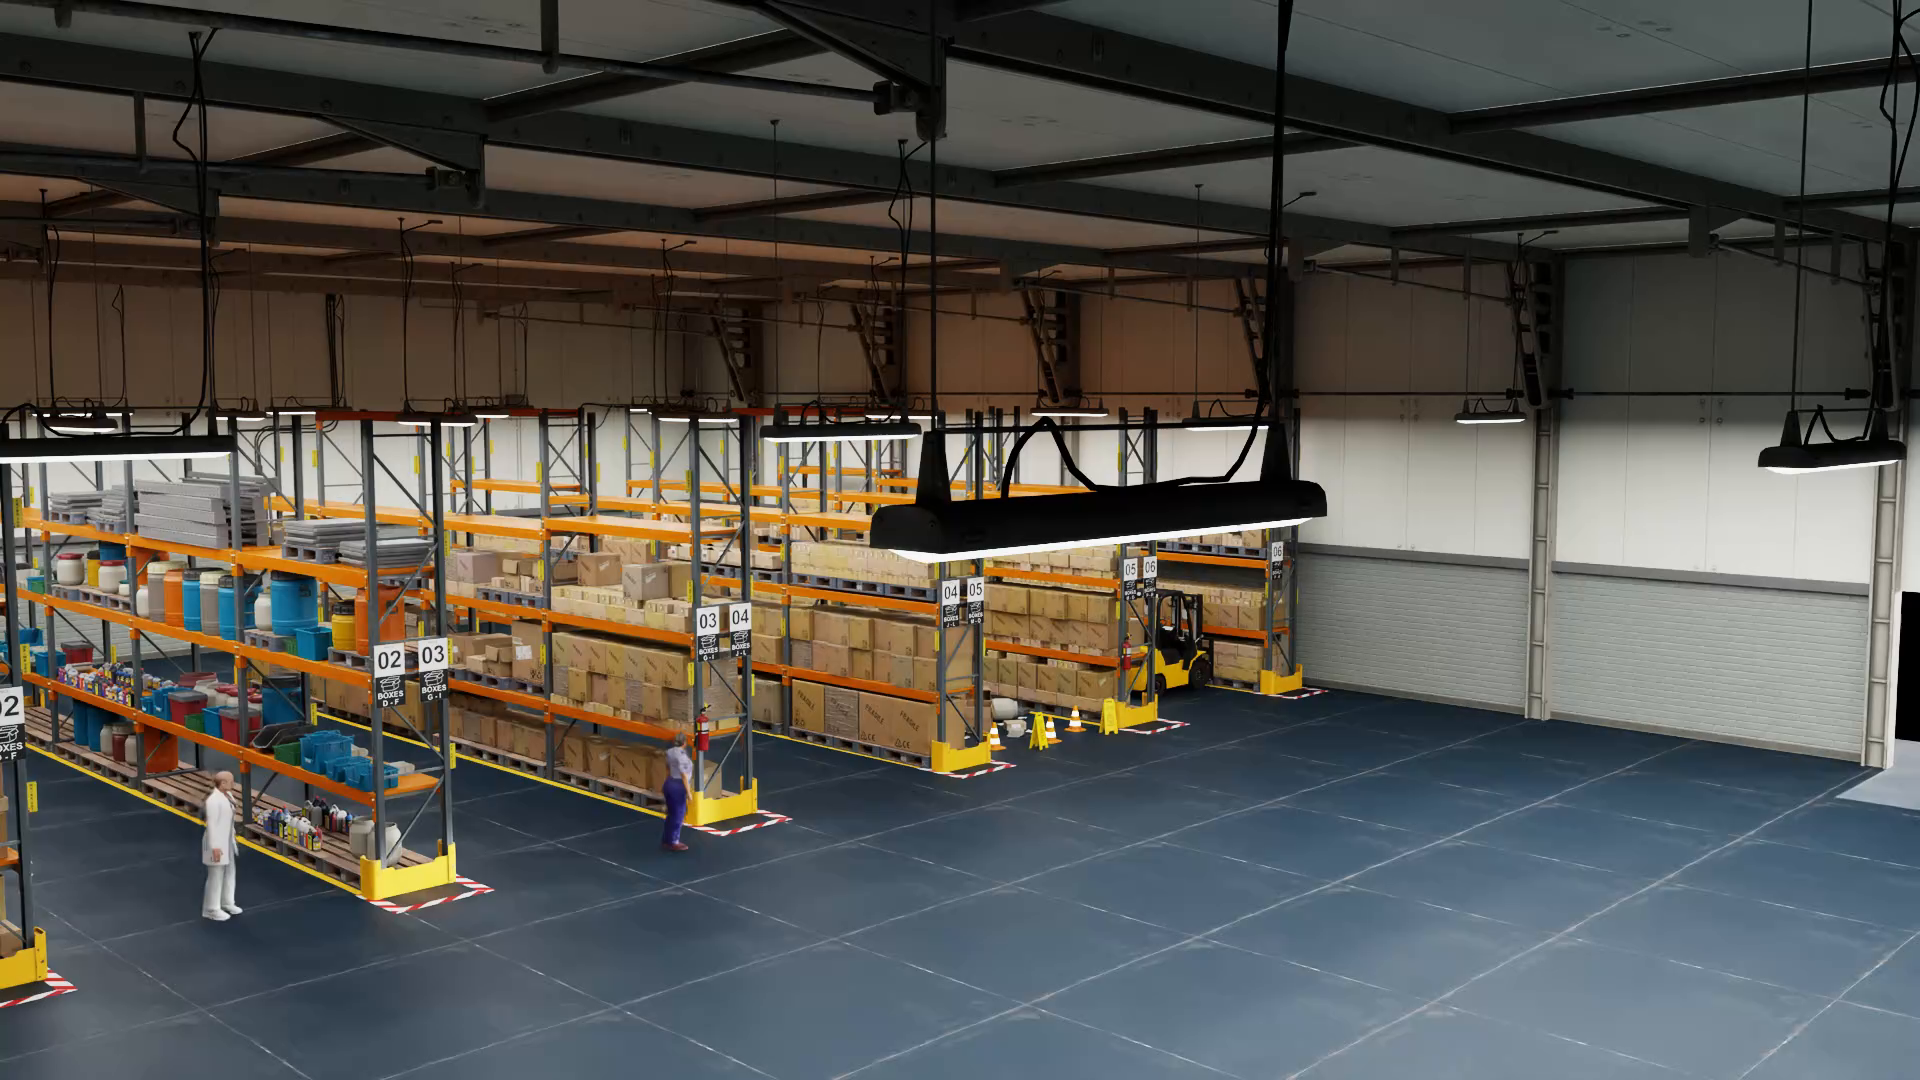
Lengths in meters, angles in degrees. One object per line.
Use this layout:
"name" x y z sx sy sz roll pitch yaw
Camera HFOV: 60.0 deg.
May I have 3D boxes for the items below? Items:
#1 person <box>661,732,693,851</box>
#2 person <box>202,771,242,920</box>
"person" -3.916 3.479 23.060 0.400 1.648 0.518 -2 6 -24
"person" -8.939 3.672 20.091 0.444 1.796 0.600 0 5 -1
